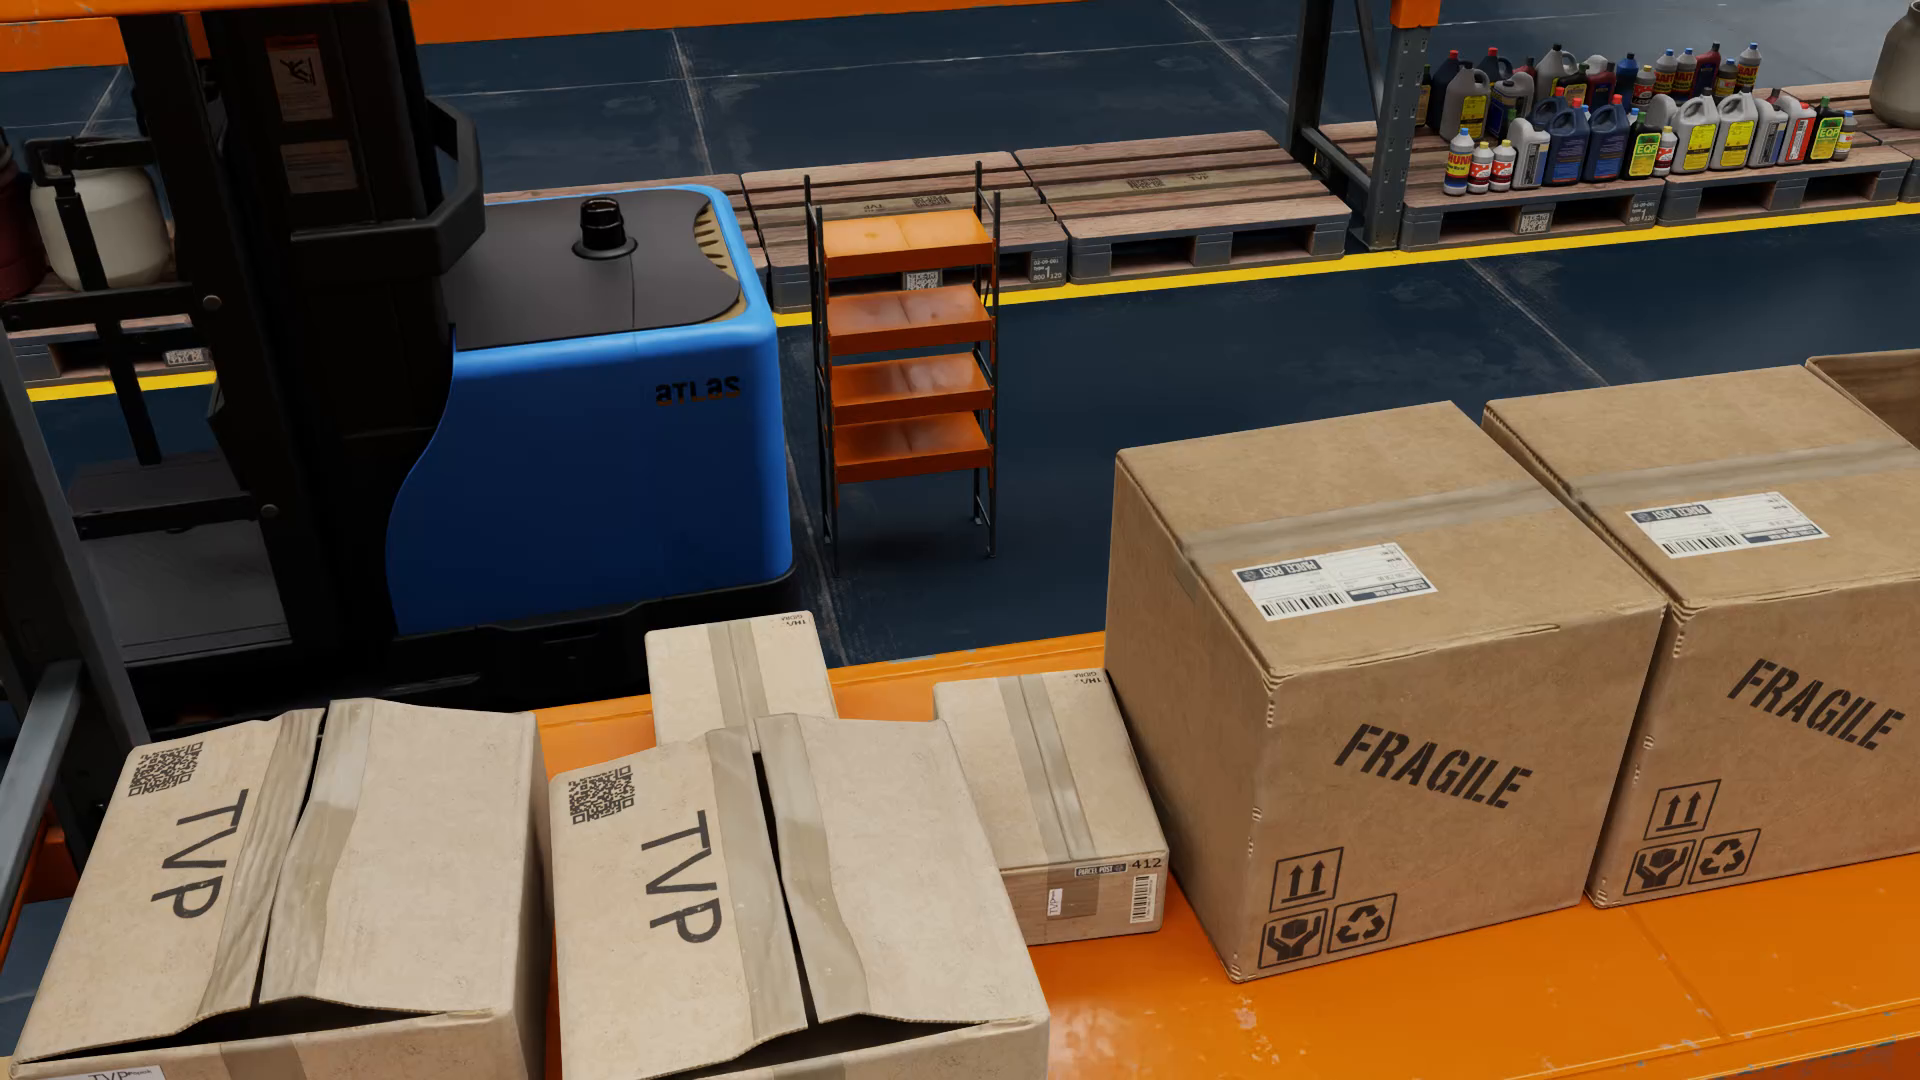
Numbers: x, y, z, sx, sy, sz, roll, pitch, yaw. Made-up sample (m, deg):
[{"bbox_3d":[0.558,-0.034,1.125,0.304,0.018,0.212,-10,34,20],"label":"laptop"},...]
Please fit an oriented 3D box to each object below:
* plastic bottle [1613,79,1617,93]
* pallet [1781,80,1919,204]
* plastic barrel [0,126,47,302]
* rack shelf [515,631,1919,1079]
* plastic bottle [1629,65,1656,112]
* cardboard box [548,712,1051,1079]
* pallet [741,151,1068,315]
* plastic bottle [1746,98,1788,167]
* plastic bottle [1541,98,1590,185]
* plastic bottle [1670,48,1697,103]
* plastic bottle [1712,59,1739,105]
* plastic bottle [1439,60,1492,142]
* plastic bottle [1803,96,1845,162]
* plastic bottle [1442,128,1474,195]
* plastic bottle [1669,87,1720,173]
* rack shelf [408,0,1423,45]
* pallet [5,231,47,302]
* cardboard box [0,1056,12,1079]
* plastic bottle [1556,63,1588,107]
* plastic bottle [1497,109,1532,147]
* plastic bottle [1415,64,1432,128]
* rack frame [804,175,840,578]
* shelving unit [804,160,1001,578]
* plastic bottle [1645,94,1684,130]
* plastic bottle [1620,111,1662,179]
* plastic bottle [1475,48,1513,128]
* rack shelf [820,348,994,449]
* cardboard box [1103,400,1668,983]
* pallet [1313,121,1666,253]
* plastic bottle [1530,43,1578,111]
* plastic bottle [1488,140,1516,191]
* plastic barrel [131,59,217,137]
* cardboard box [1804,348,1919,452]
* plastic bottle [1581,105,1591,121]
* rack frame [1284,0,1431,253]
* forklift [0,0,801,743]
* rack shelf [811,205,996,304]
[{"bbox_3d":[3.028,-2.114,7.824,0.097,0.201,0.097,0,34,0],"label":"plastic bottle"},{"bbox_3d":[4.737,-1.949,7.964,1.213,0.211,1.003,-7,35,-11],"label":"pallet"},{"bbox_3d":[-3.784,-1.220,6.163,0.708,0.588,0.600,-7,35,-11],"label":"plastic barrel"},{"bbox_3d":[0.831,0.490,2.473,4.000,0.370,1.077,-7,35,-11],"label":"rack shelf"},{"bbox_3d":[3.228,-2.139,7.862,0.097,0.201,0.097,0,34,0],"label":"plastic bottle"},{"bbox_3d":[-0.205,0.470,1.938,0.500,0.311,0.500,-8,35,-11],"label":"cardboard box"},{"bbox_3d":[-0.257,-1.319,7.027,1.213,0.211,1.003,-7,35,-11],"label":"pallet"},{"bbox_3d":[3.512,-1.793,7.279,0.135,0.276,0.152,-8,35,-12],"label":"plastic bottle"},{"bbox_3d":[2.571,-1.703,7.079,0.185,0.351,0.144,-6,34,-9],"label":"plastic bottle"},{"bbox_3d":[3.423,-2.193,7.879,0.097,0.271,0.097,0,34,0],"label":"plastic bottle"},{"bbox_3d":[3.656,-2.193,7.942,0.097,0.201,0.097,0,34,0],"label":"plastic bottle"},{"bbox_3d":[2.289,-1.987,7.501,0.185,0.351,0.144,-7,35,-11],"label":"plastic bottle"},{"bbox_3d":[3.790,-1.805,7.291,0.133,0.283,0.061,-6,34,-9],"label":"plastic bottle"},{"bbox_3d":[2.100,-1.597,6.992,0.097,0.271,0.097,0,34,0],"label":"plastic bottle"},{"bbox_3d":[3.170,-1.779,7.191,0.185,0.351,0.144,-7,35,-11],"label":"plastic bottle"},{"bbox_3d":[-0.258,-2.202,6.485,4.000,0.370,1.077,-7,35,-11],"label":"rack shelf"},{"bbox_3d":[-4.156,-0.830,6.297,1.213,0.211,1.003,-7,35,-11],"label":"pallet"},{"bbox_3d":[-1.627,1.193,2.628,0.500,0.500,0.500,-6,34,-9],"label":"cardboard box"},{"bbox_3d":[2.807,-2.048,7.653,0.133,0.283,0.061,-7,35,-11],"label":"plastic bottle"},{"bbox_3d":[2.385,-1.715,7.156,0.133,0.283,0.061,-7,35,-11],"label":"plastic bottle"},{"bbox_3d":[2.089,-2.040,7.641,0.133,0.283,0.061,-6,34,-8],"label":"plastic bottle"},{"bbox_3d":[-0.399,-0.448,4.841,0.015,1.200,0.240,-7,35,-11],"label":"rack frame"},{"bbox_3d":[-0.161,-0.478,4.885,0.503,1.200,0.258,-7,35,-11],"label":"shelving unit"},{"bbox_3d":[3.113,-1.825,7.327,0.135,0.276,0.152,-7,35,-11],"label":"plastic bottle"},{"bbox_3d":[2.926,-1.696,7.128,0.133,0.283,0.061,-6,34,-8],"label":"plastic bottle"},{"bbox_3d":[2.444,-2.089,7.653,0.185,0.351,0.144,-9,35,-13],"label":"plastic bottle"},{"bbox_3d":[-0.161,-0.422,4.923,0.480,0.148,0.258,-7,35,-11],"label":"rack shelf"},{"bbox_3d":[0.513,0.181,2.199,0.500,0.500,0.500,-9,35,-13],"label":"cardboard box"},{"bbox_3d":[2.357,-1.649,7.517,1.213,0.211,1.003,-7,35,-11],"label":"pallet"},{"bbox_3d":[2.759,-2.129,7.712,0.185,0.351,0.144,-7,35,-11],"label":"plastic bottle"},{"bbox_3d":[2.298,-1.593,7.049,0.097,0.201,0.097,0,34,0],"label":"plastic bottle"},{"bbox_3d":[-2.682,-1.459,6.303,0.708,0.830,0.600,-7,35,-11],"label":"plastic barrel"},{"bbox_3d":[1.515,0.055,2.387,0.500,0.500,0.500,-5,34,-7],"label":"cardboard box"},{"bbox_3d":[2.686,-1.754,7.225,0.097,0.271,0.097,0,34,0],"label":"plastic bottle"},{"bbox_3d":[1.693,-2.747,6.651,0.127,3.000,1.000,-7,35,-11],"label":"rack frame"},{"bbox_3d":[-2.025,-0.921,3.992,3.031,2.935,1.130,-8,35,-12],"label":"forklift"},{"bbox_3d":[-0.161,-0.804,4.666,0.480,0.148,0.258,-7,35,-11],"label":"rack shelf"}]
